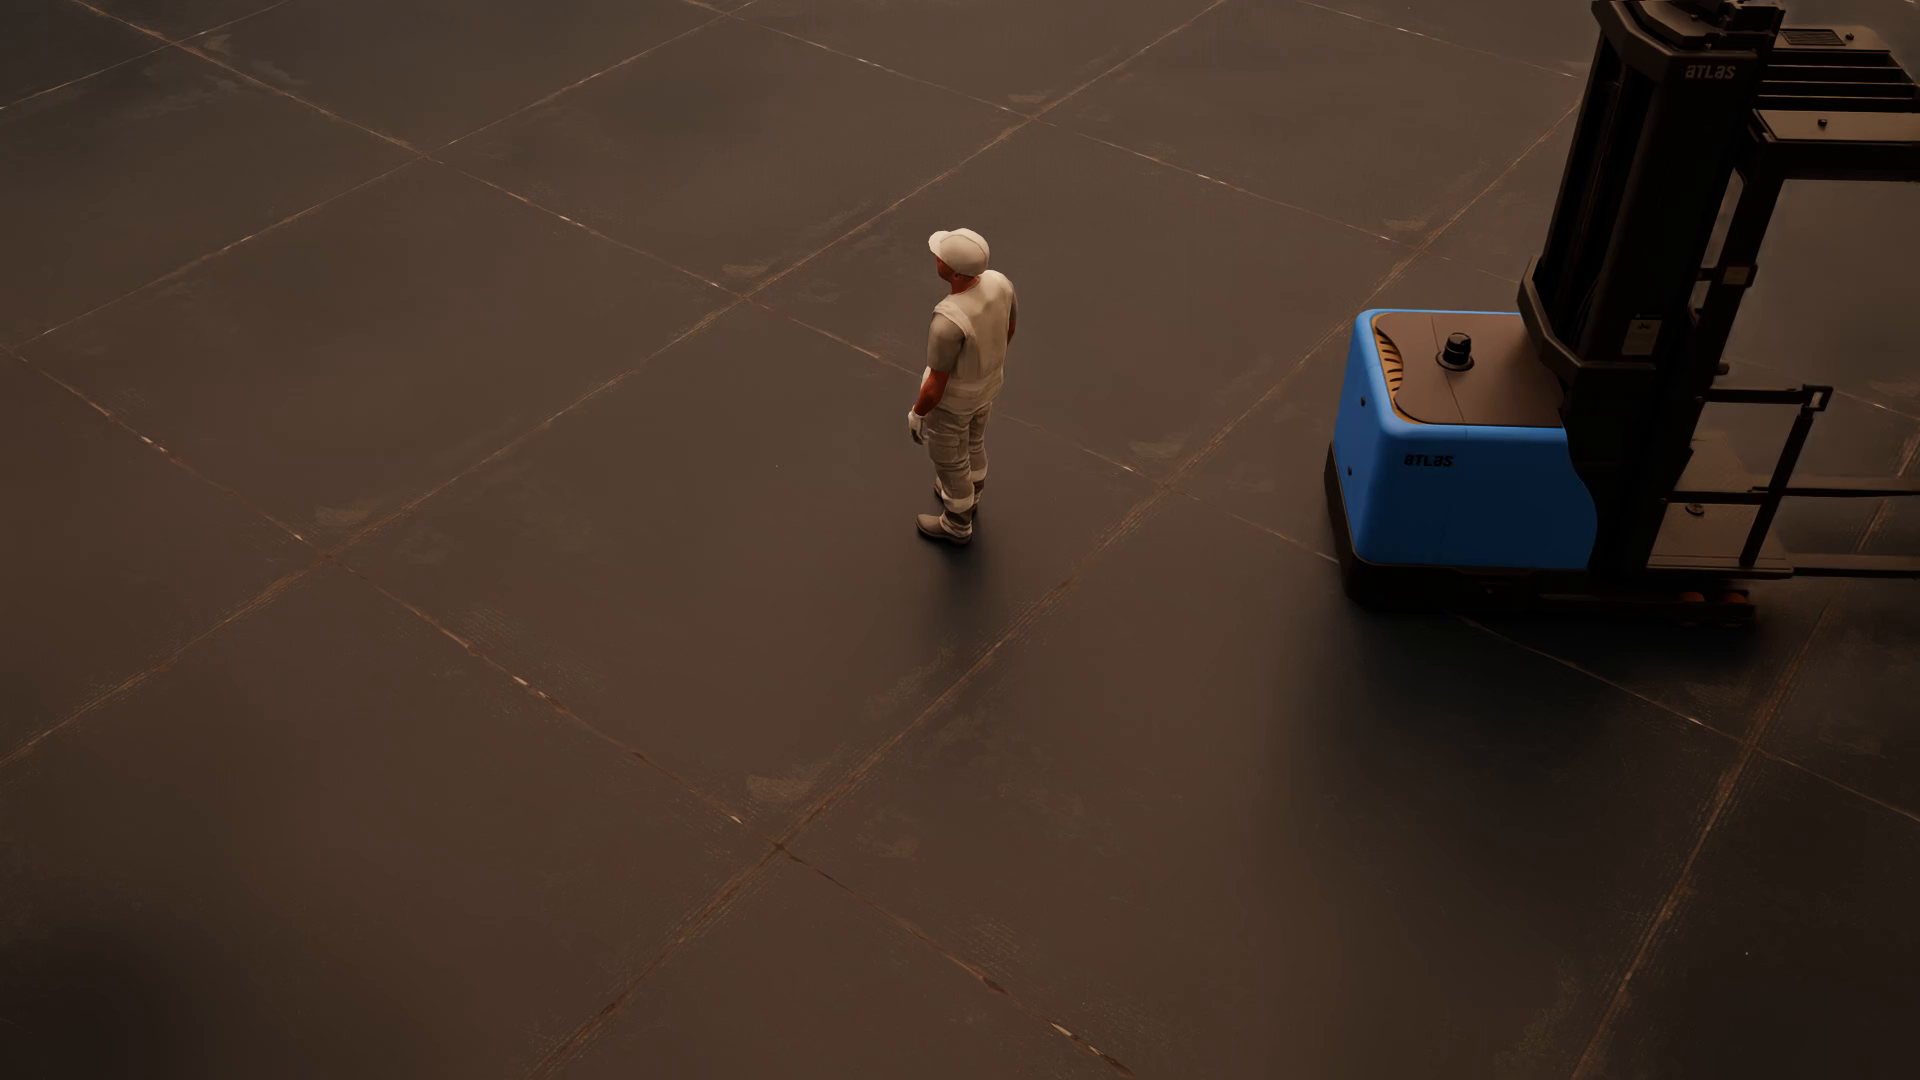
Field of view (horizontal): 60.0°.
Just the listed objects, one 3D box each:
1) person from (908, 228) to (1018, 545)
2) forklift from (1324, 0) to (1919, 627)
[{"bbox_3d":[-0.056,-0.723,7.794,0.564,1.782,0.637,26,47,28],"label":"person"},{"bbox_3d":[3.373,-1.059,7.316,3.031,2.935,1.130,2,40,2],"label":"forklift"}]
